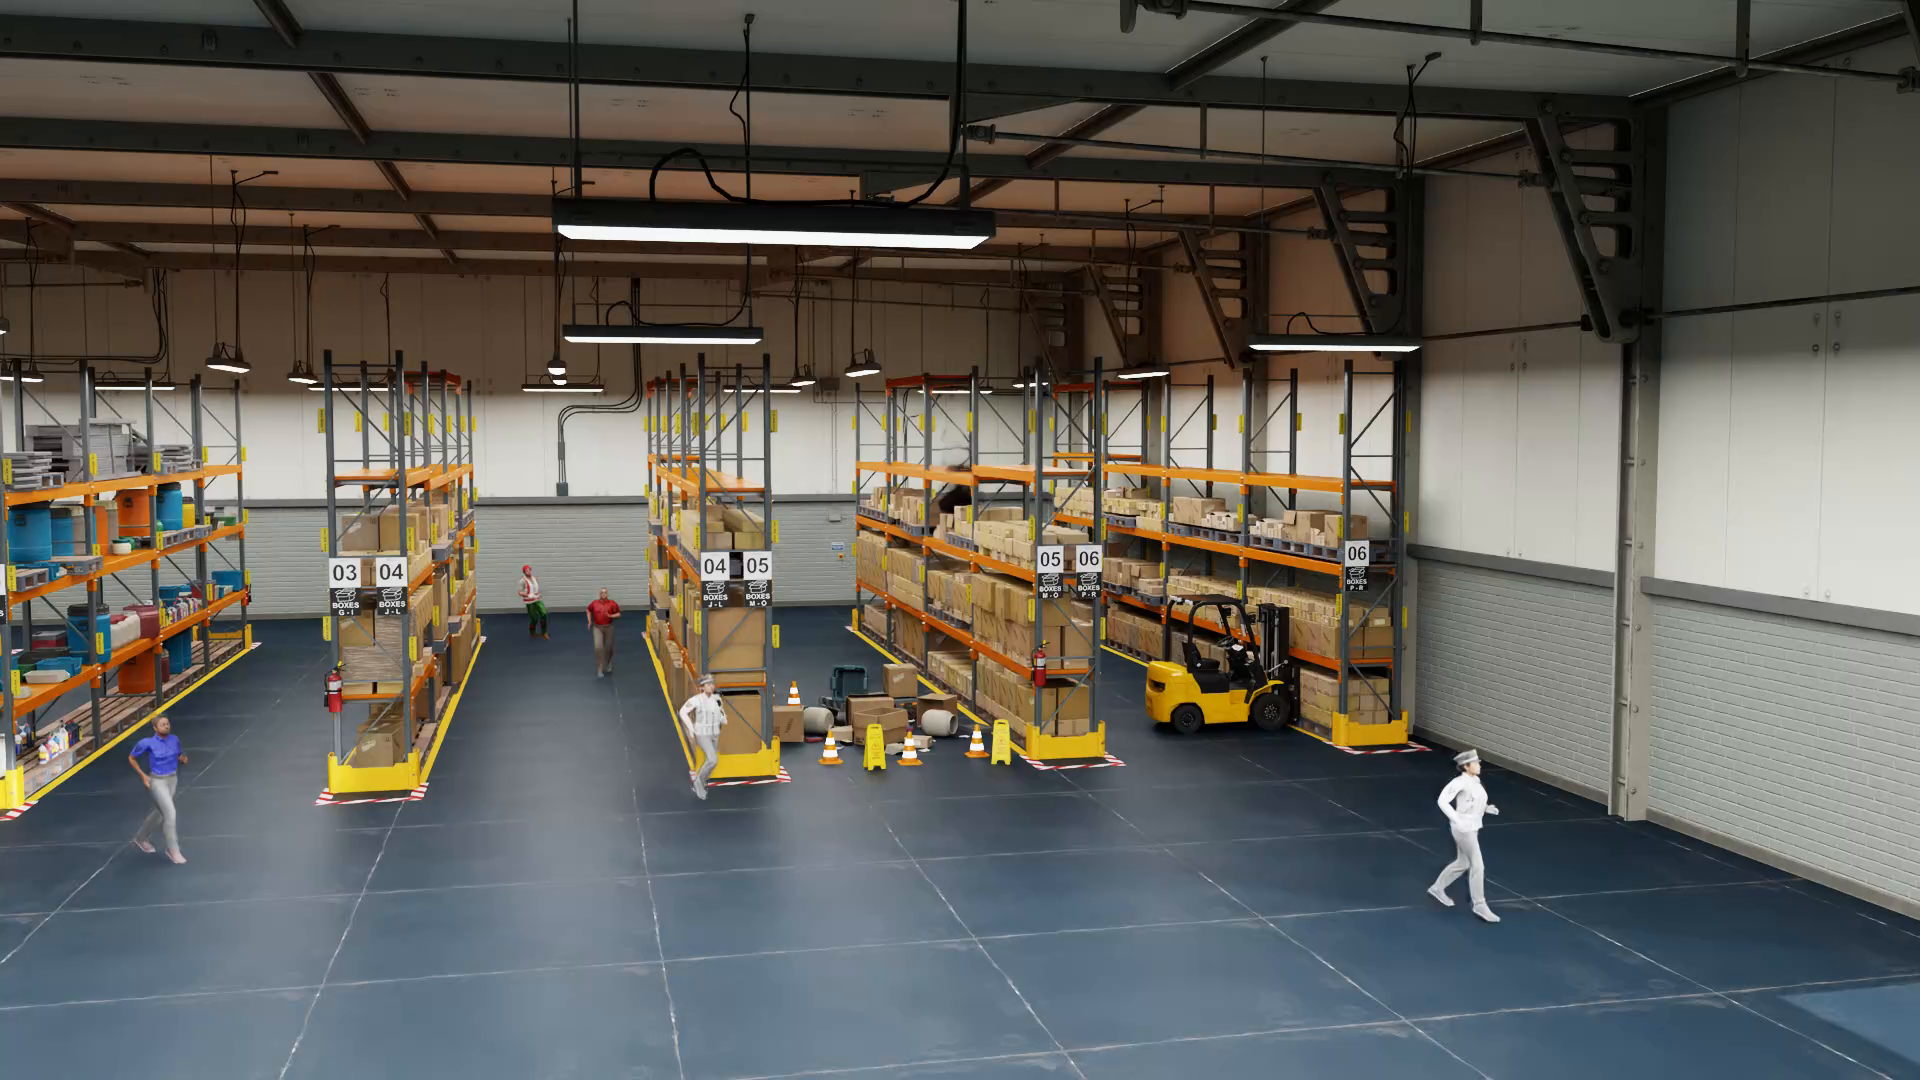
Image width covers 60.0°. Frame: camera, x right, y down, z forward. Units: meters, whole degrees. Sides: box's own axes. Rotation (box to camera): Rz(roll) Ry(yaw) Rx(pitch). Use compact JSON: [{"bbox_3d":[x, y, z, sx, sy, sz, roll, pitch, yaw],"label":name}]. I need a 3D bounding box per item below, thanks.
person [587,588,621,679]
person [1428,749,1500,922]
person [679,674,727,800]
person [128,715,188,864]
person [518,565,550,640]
[{"bbox_3d":[-7.083,1.862,33.085,0.652,1.677,0.912,-1,4,-14],"label":"person"},{"bbox_3d":[5.159,2.976,16.954,0.754,1.729,0.608,3,5,35],"label":"person"},{"bbox_3d":[-3.360,2.616,22.203,0.655,1.673,0.591,4,5,44],"label":"person"},{"bbox_3d":[-9.199,2.852,19.153,0.814,1.709,0.555,1,4,20],"label":"person"},{"bbox_3d":[-9.899,1.446,38.517,0.712,1.750,0.684,3,5,41],"label":"person"}]
